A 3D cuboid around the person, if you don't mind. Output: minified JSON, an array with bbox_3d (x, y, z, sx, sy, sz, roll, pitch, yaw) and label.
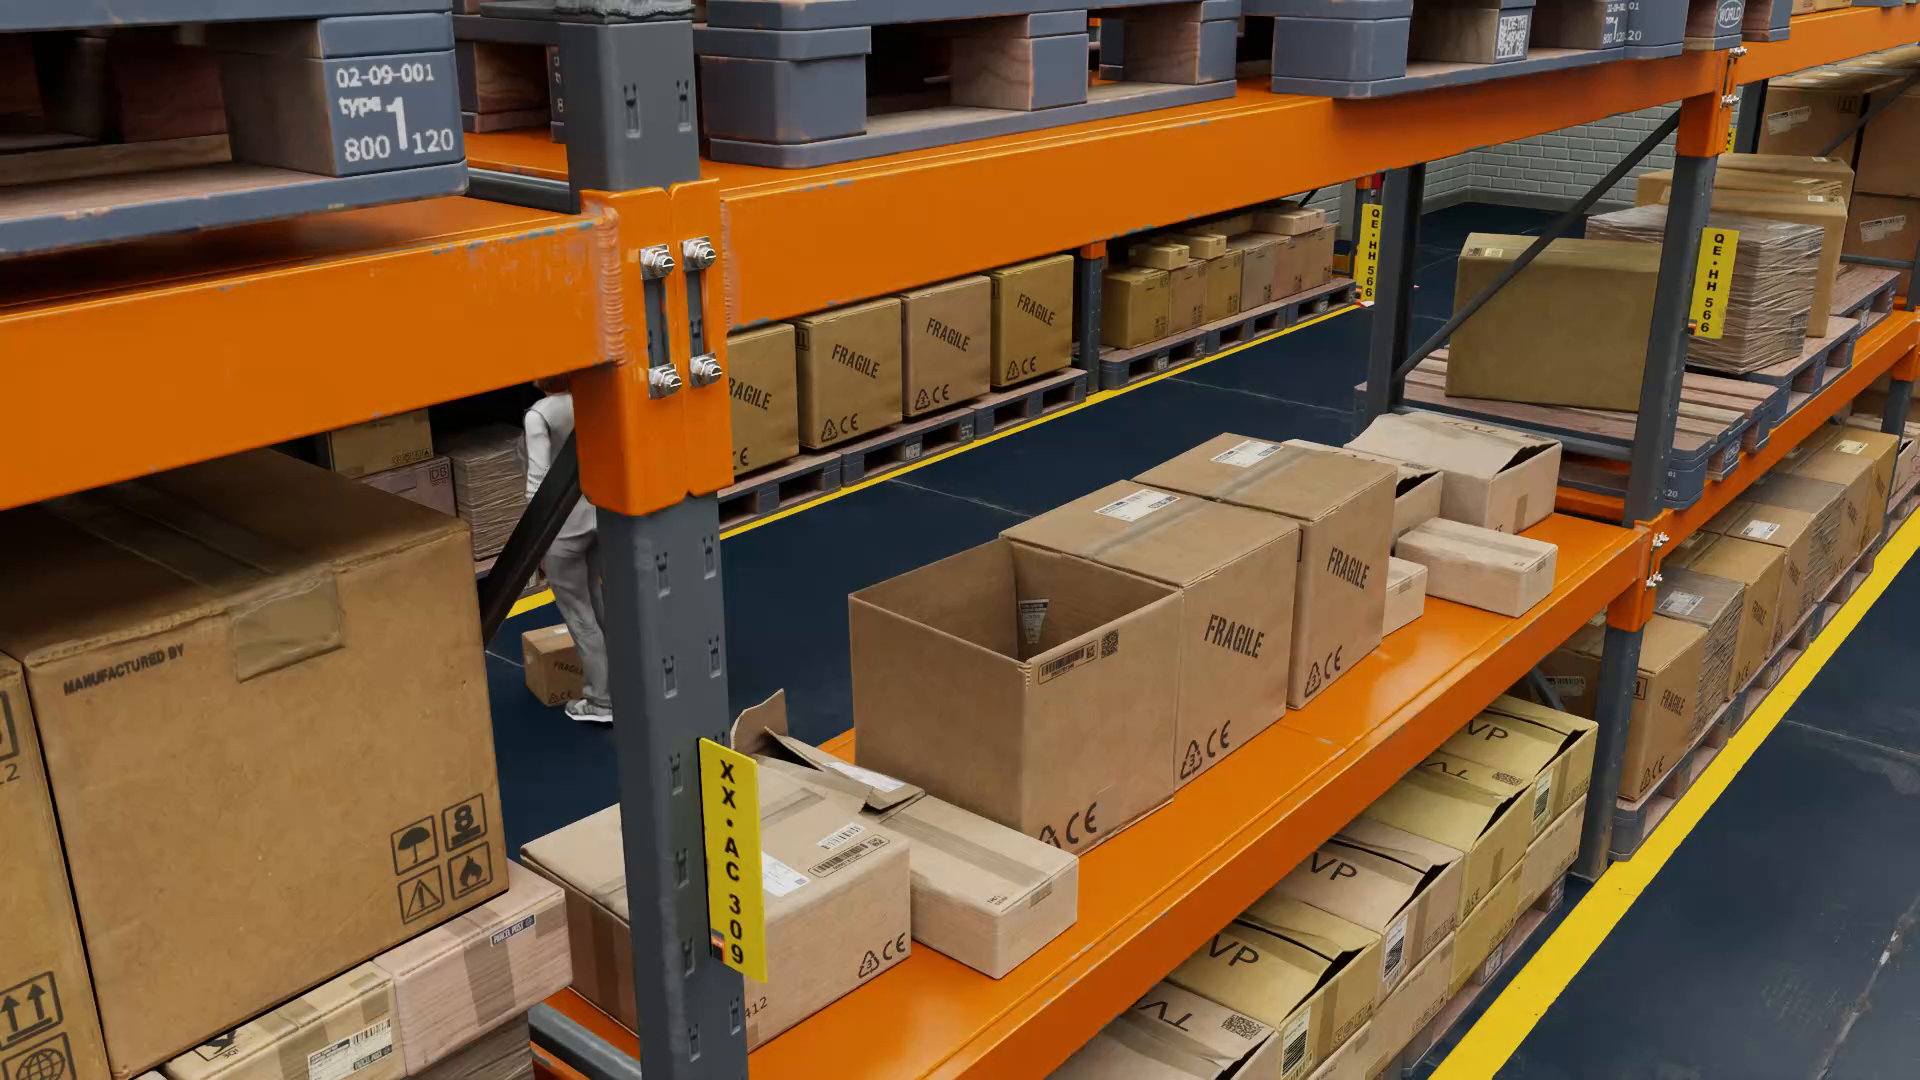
[{"bbox_3d":[-1.527,-0.034,6.663,0.392,1.597,0.438,11,23,28],"label":"person"}]
